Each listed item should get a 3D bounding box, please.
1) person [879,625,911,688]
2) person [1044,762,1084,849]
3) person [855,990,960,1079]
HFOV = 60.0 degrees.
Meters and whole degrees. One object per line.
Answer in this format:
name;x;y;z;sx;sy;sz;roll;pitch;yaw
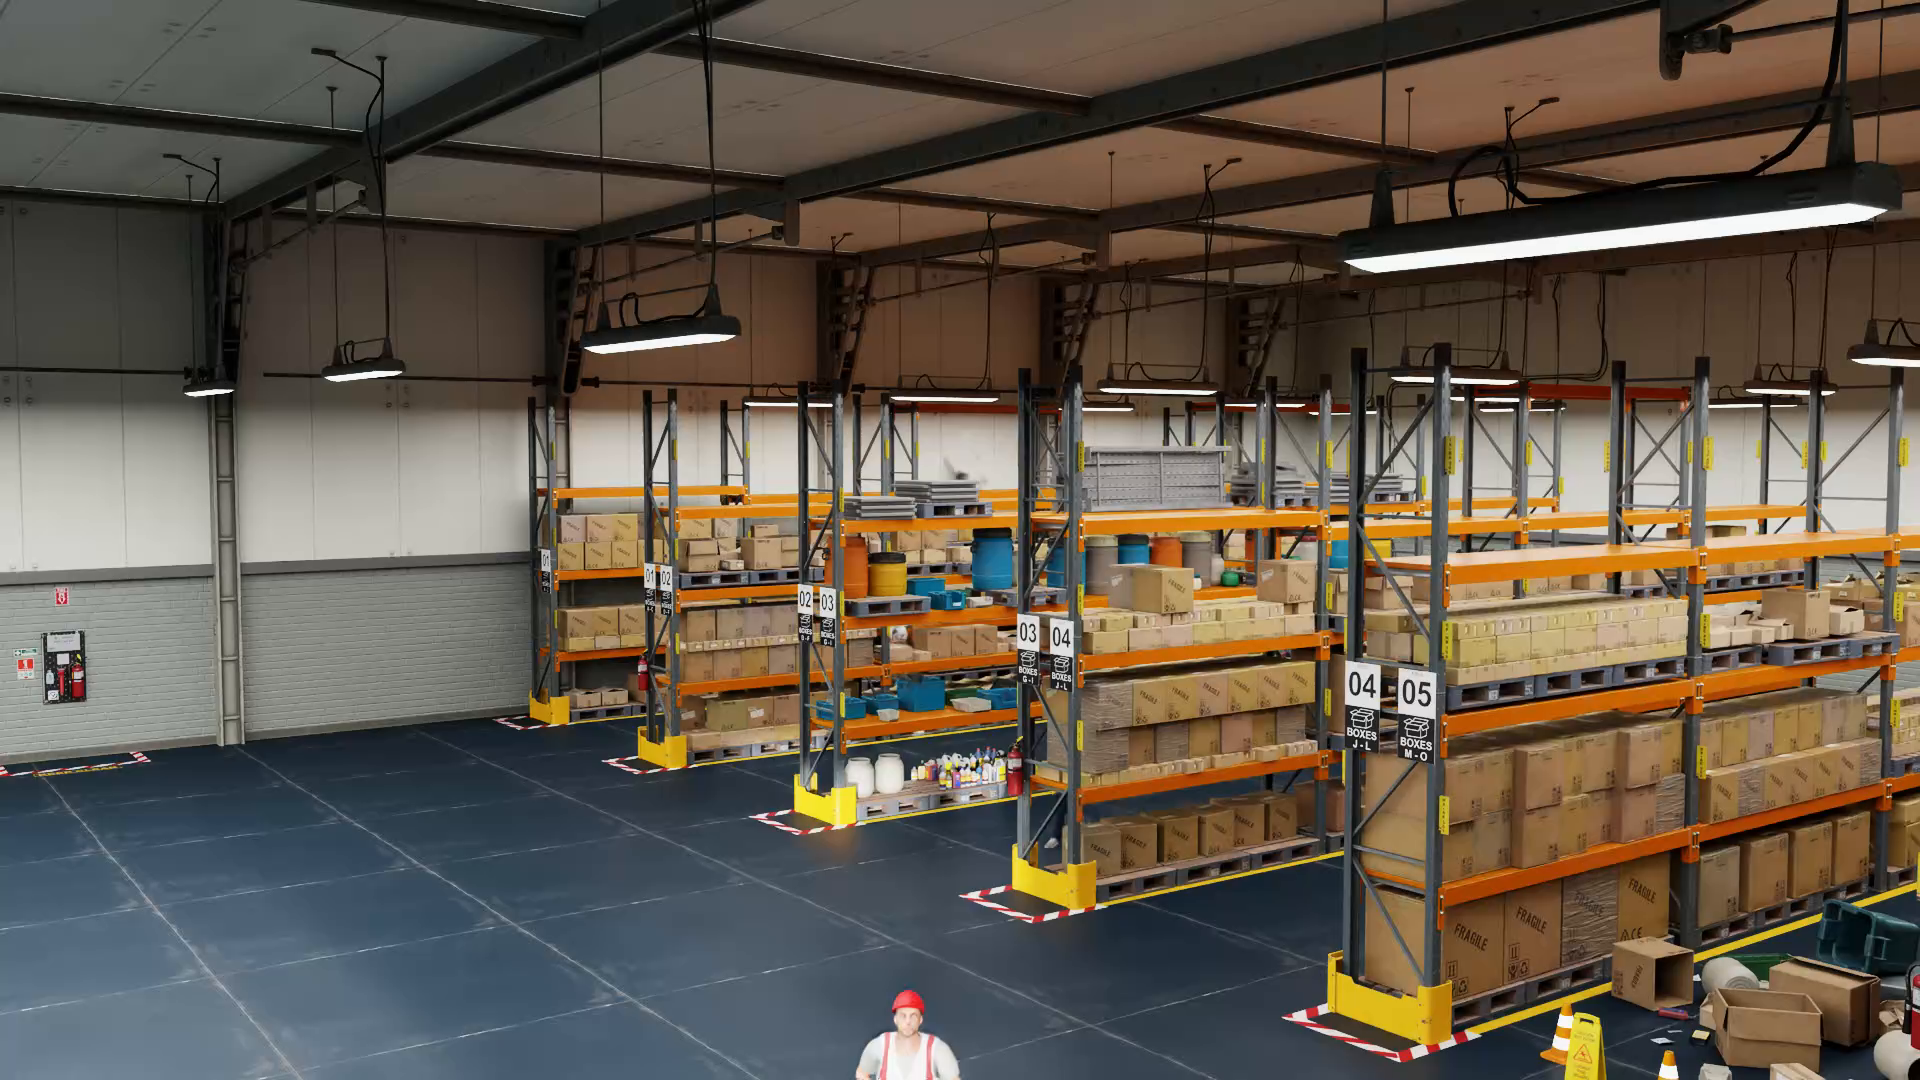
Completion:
person;-1.254;2.254;31.999;0.635;1.833;0.837;3;5;42
person;1.350;3.097;21.333;0.540;1.593;0.872;3;4;40
person;-0.324;3.672;10.335;0.669;1.761;0.876;0;3;0
